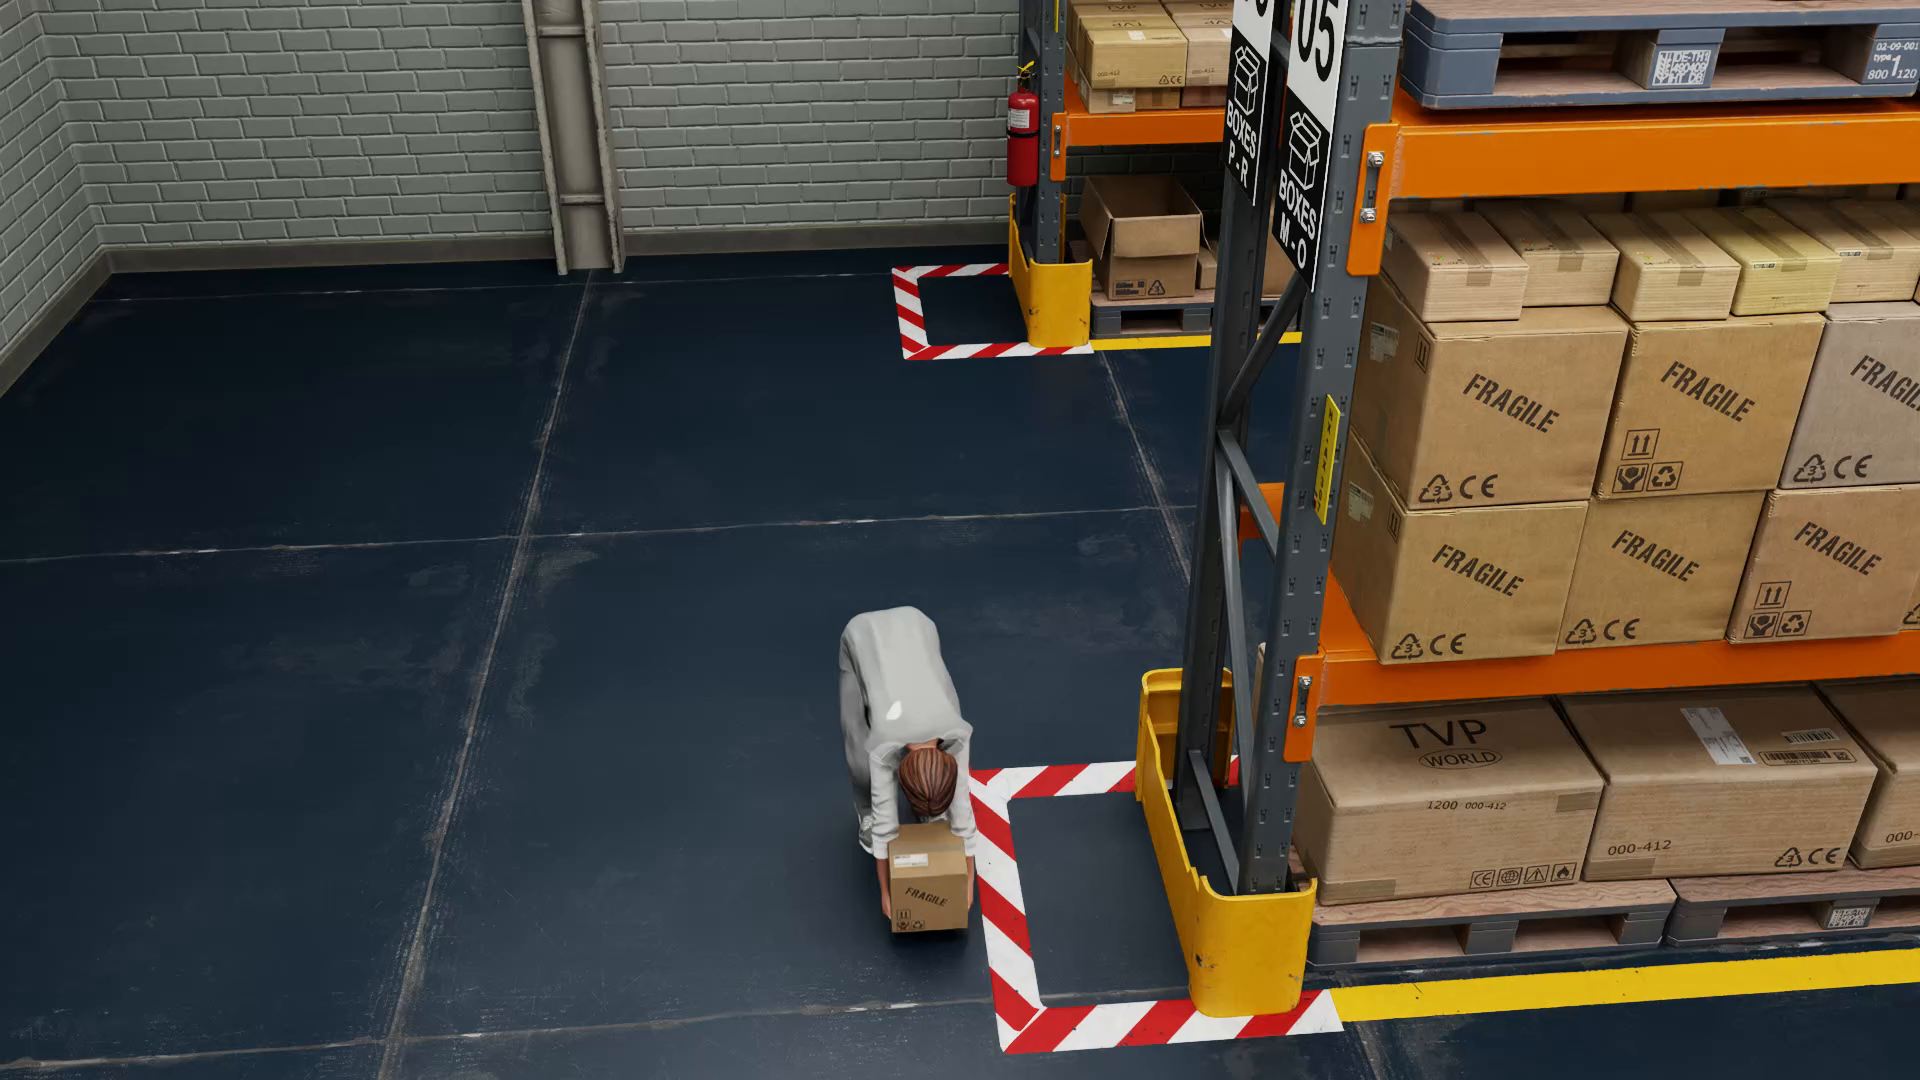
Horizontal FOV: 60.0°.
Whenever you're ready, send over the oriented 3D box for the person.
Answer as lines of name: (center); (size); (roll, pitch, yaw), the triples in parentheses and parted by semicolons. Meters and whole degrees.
person: (-0.168, 0.740, 5.616); (0.421, 0.887, 0.854); (-8, 32, -12)
